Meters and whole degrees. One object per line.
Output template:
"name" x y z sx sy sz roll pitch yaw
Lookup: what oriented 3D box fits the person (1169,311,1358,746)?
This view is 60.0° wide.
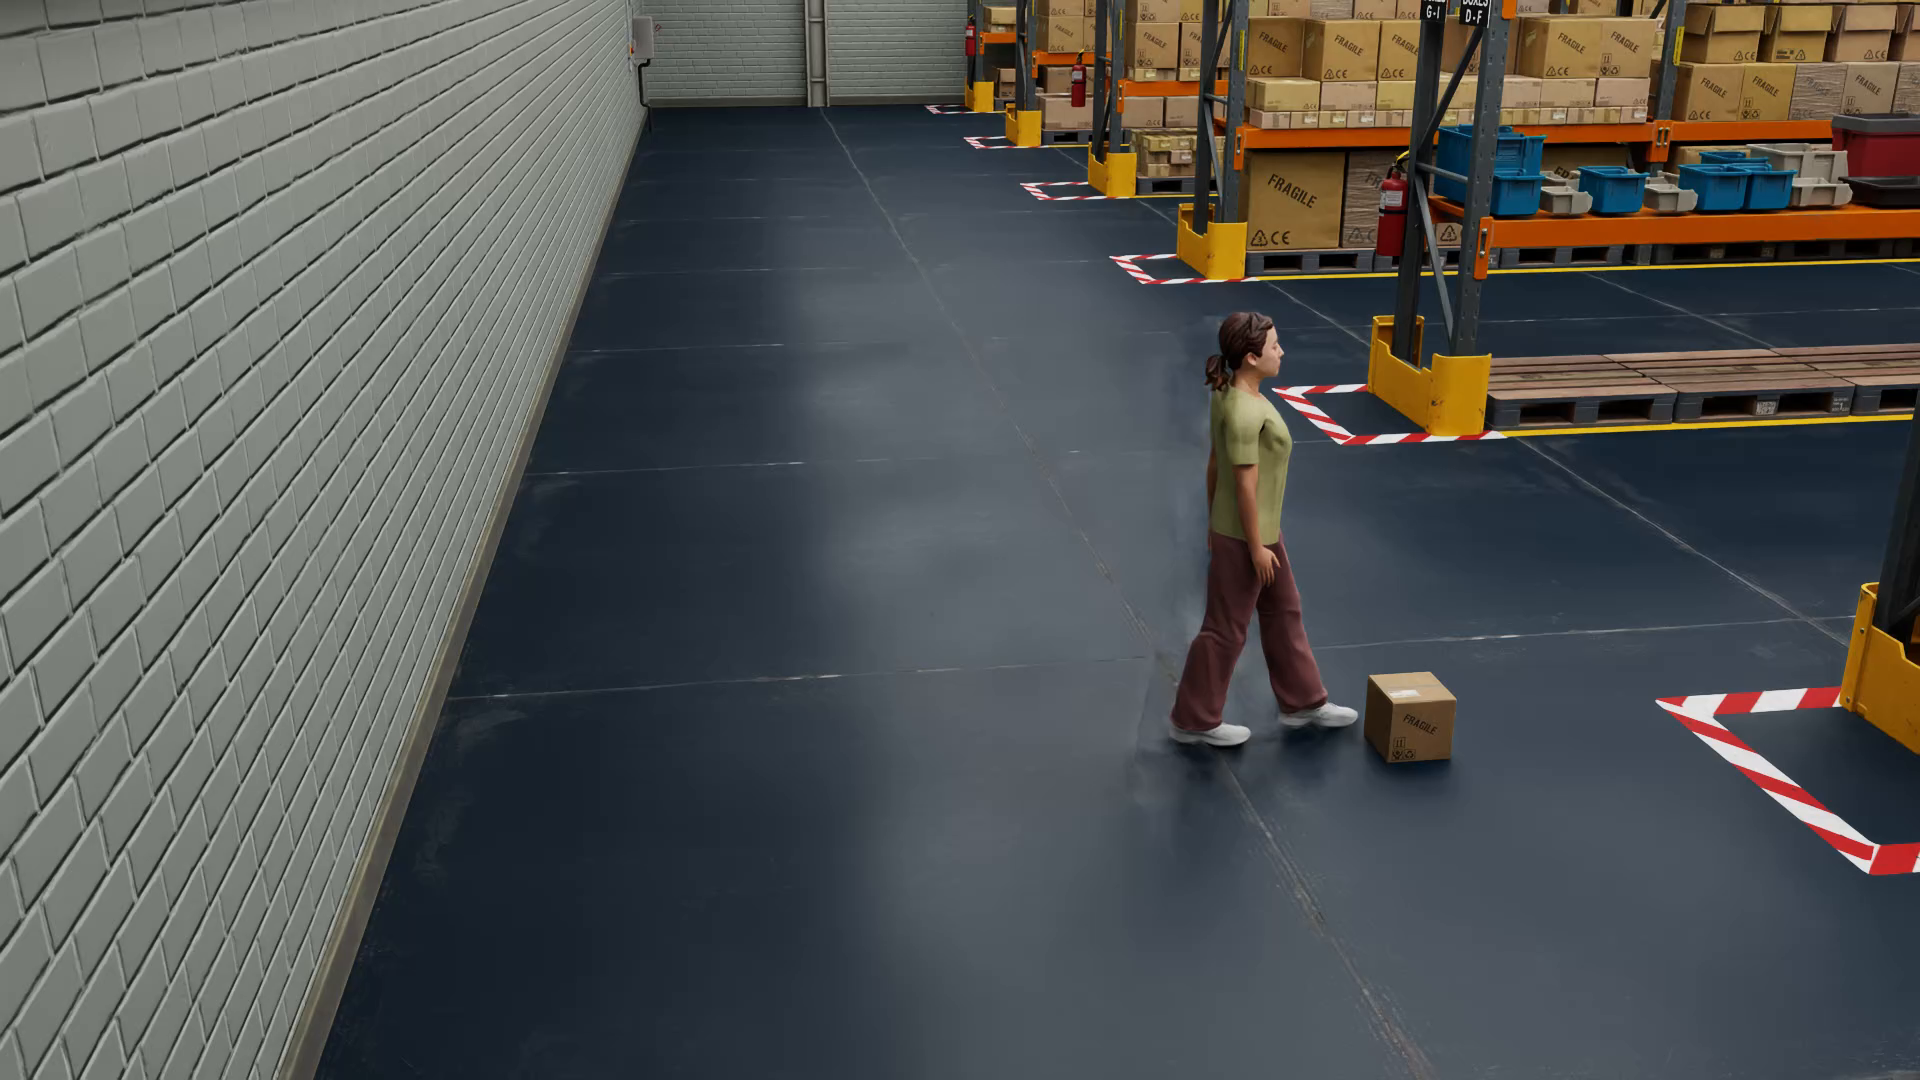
"person" 1.168 -0.017 6.103 0.735 1.656 0.447 2 20 5
